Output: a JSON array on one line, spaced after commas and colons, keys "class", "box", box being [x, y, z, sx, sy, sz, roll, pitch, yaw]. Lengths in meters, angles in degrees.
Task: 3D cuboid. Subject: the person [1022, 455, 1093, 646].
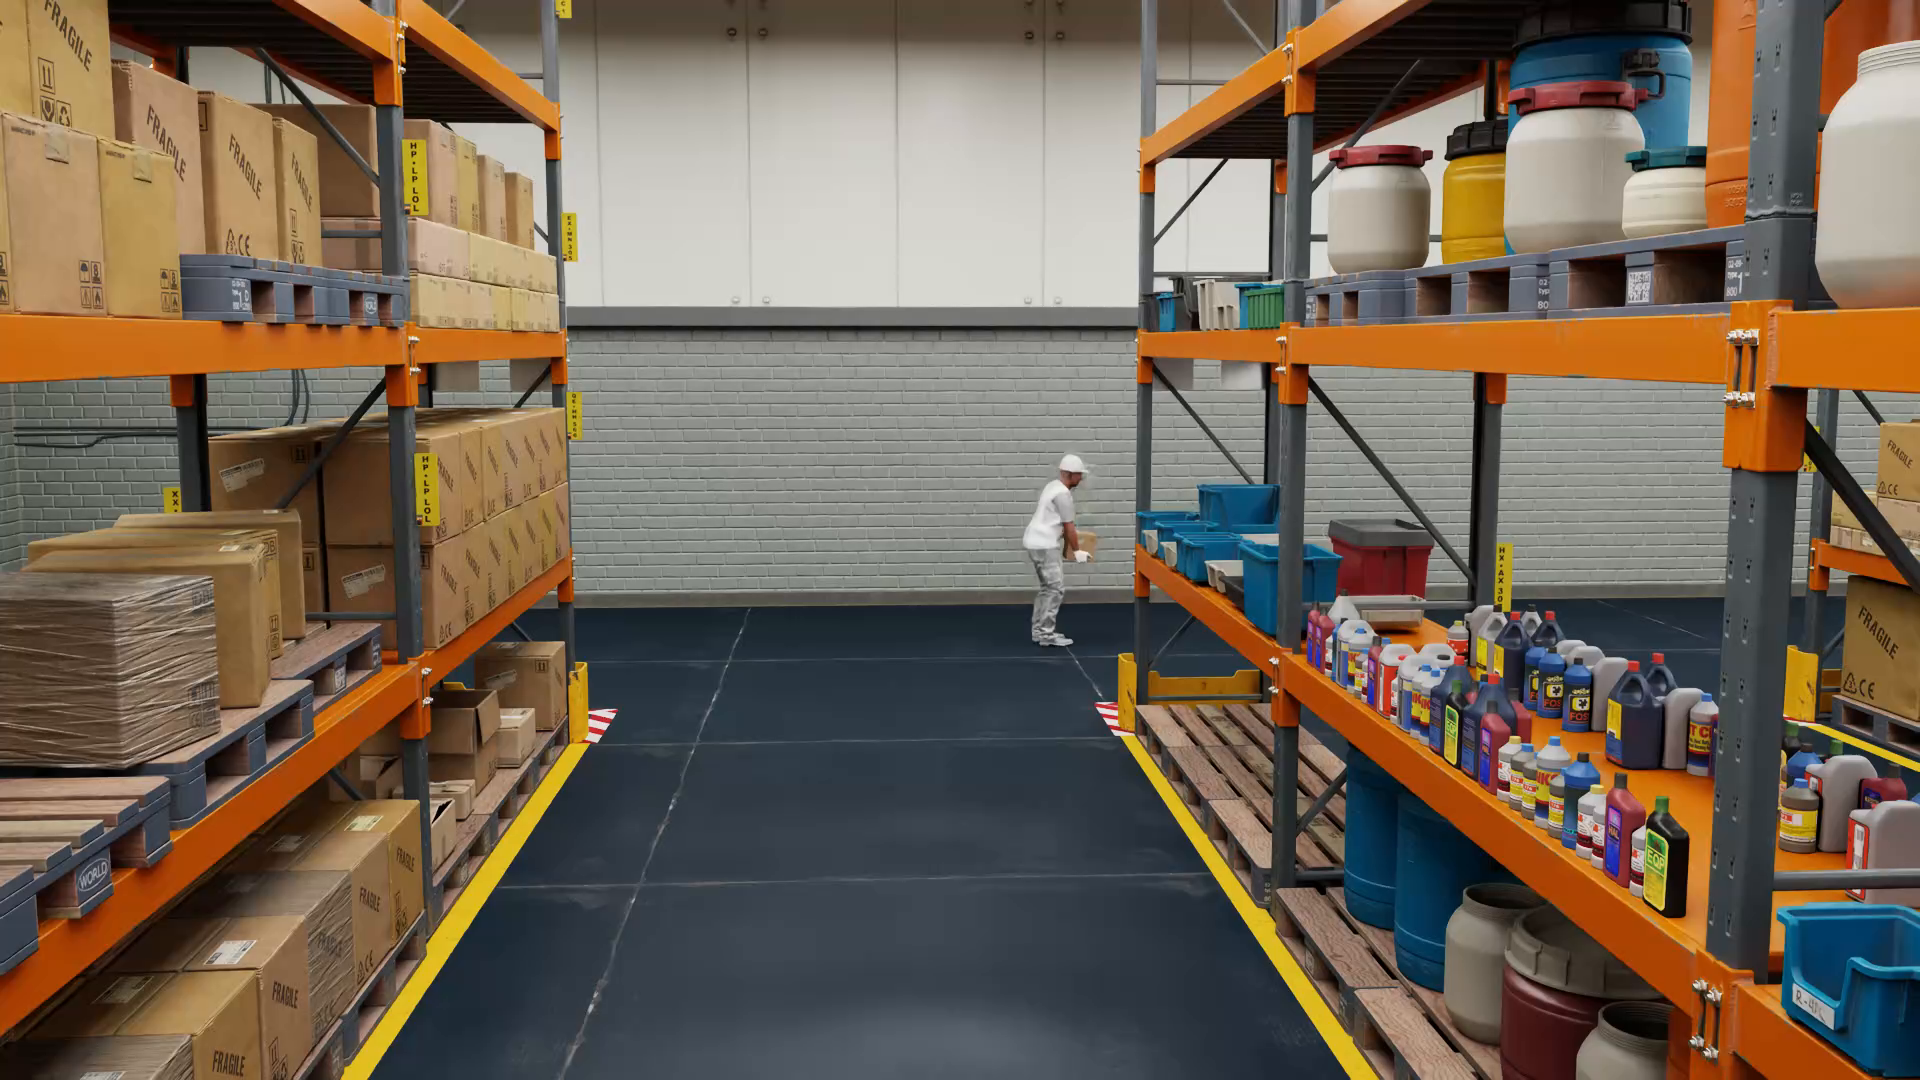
[{"class": "person", "box": [0.884, 0.088, 15.153, 0.621, 1.725, 0.485, -1, 7, -5]}]
